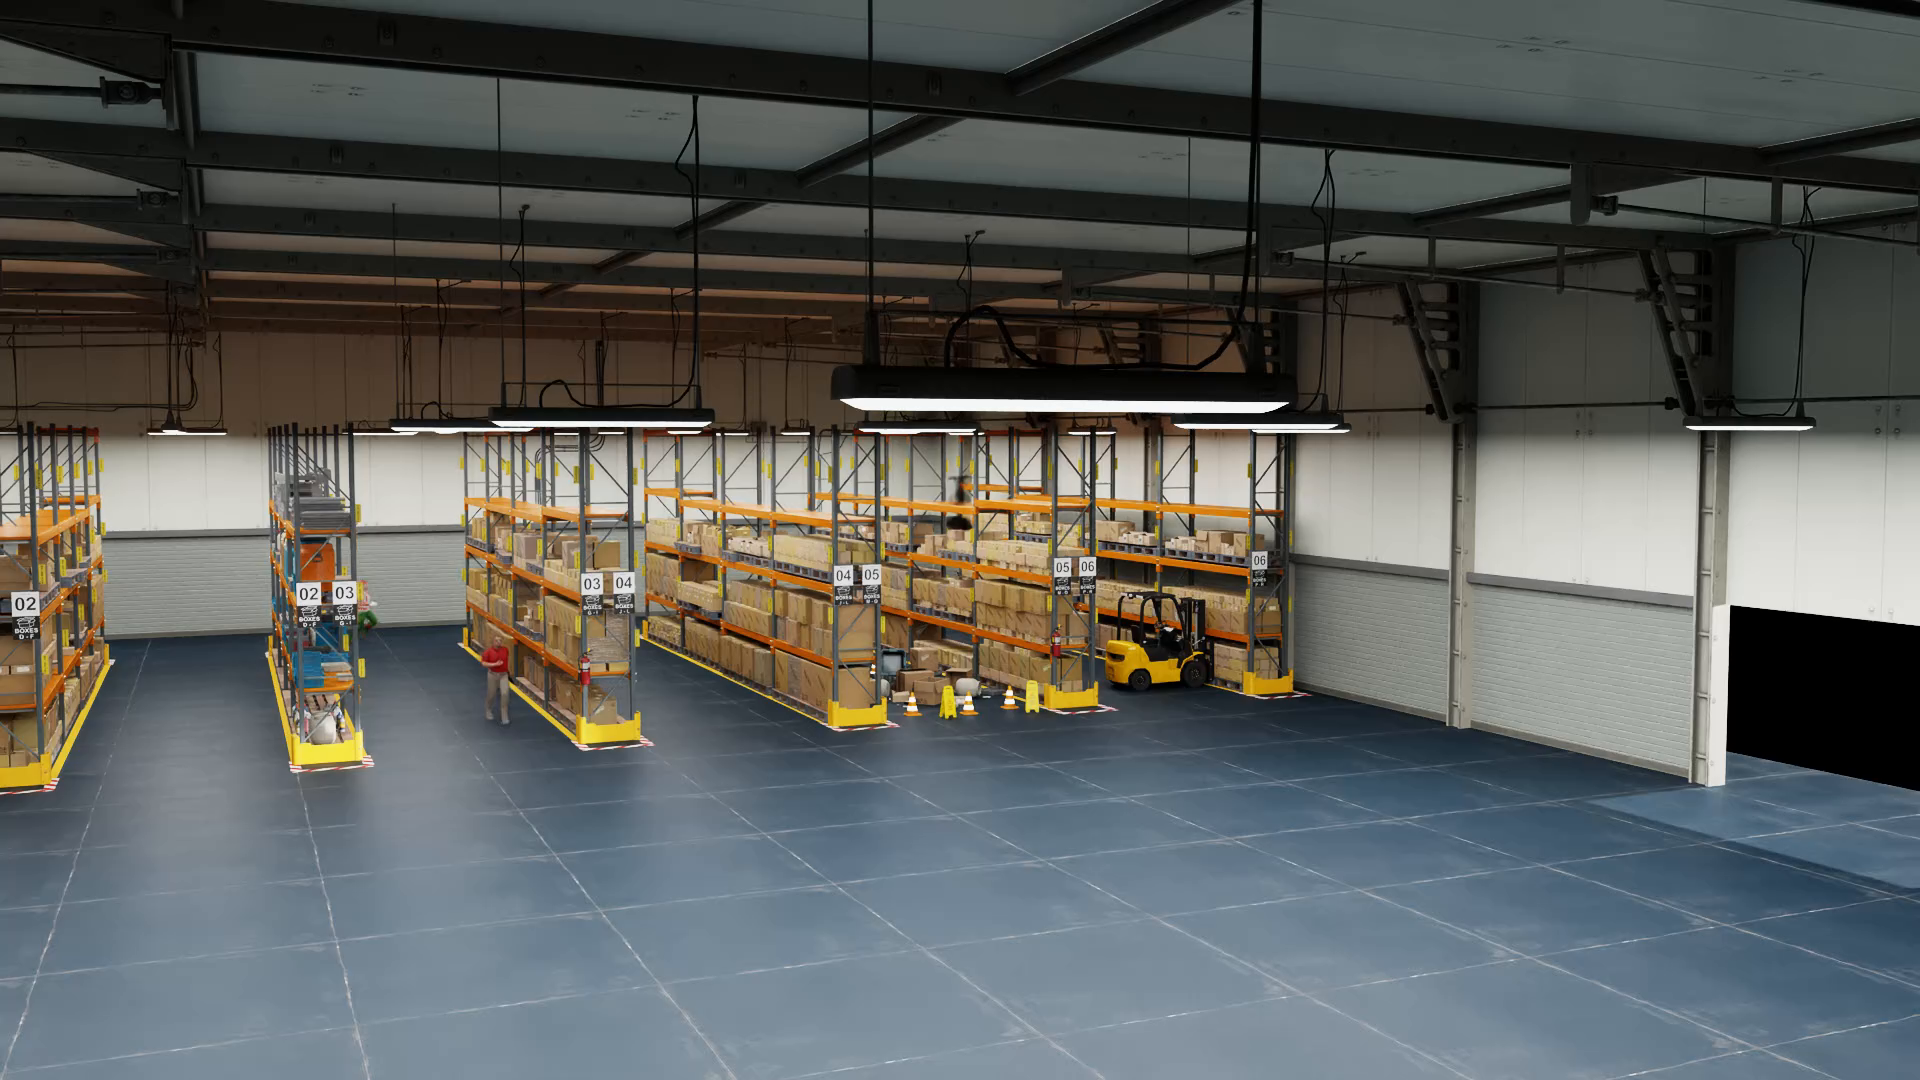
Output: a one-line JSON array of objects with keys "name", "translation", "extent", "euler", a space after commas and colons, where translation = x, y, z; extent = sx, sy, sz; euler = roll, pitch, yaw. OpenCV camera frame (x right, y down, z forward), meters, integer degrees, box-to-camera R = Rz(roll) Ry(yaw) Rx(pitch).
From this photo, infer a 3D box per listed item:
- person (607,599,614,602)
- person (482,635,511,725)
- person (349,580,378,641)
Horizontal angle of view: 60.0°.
[{"name": "person", "translation": [-9.975, 1.976, 47.966], "extent": [0.651, 1.682, 0.782], "euler": [1, 4, 10]}, {"name": "person", "translation": [-9.342, 2.798, 33.520], "extent": [0.641, 1.768, 0.915], "euler": [-2, 4, -32]}, {"name": "person", "translation": [-16.687, 1.980, 46.628], "extent": [0.826, 1.734, 0.683], "euler": [0, 3, 4]}]
